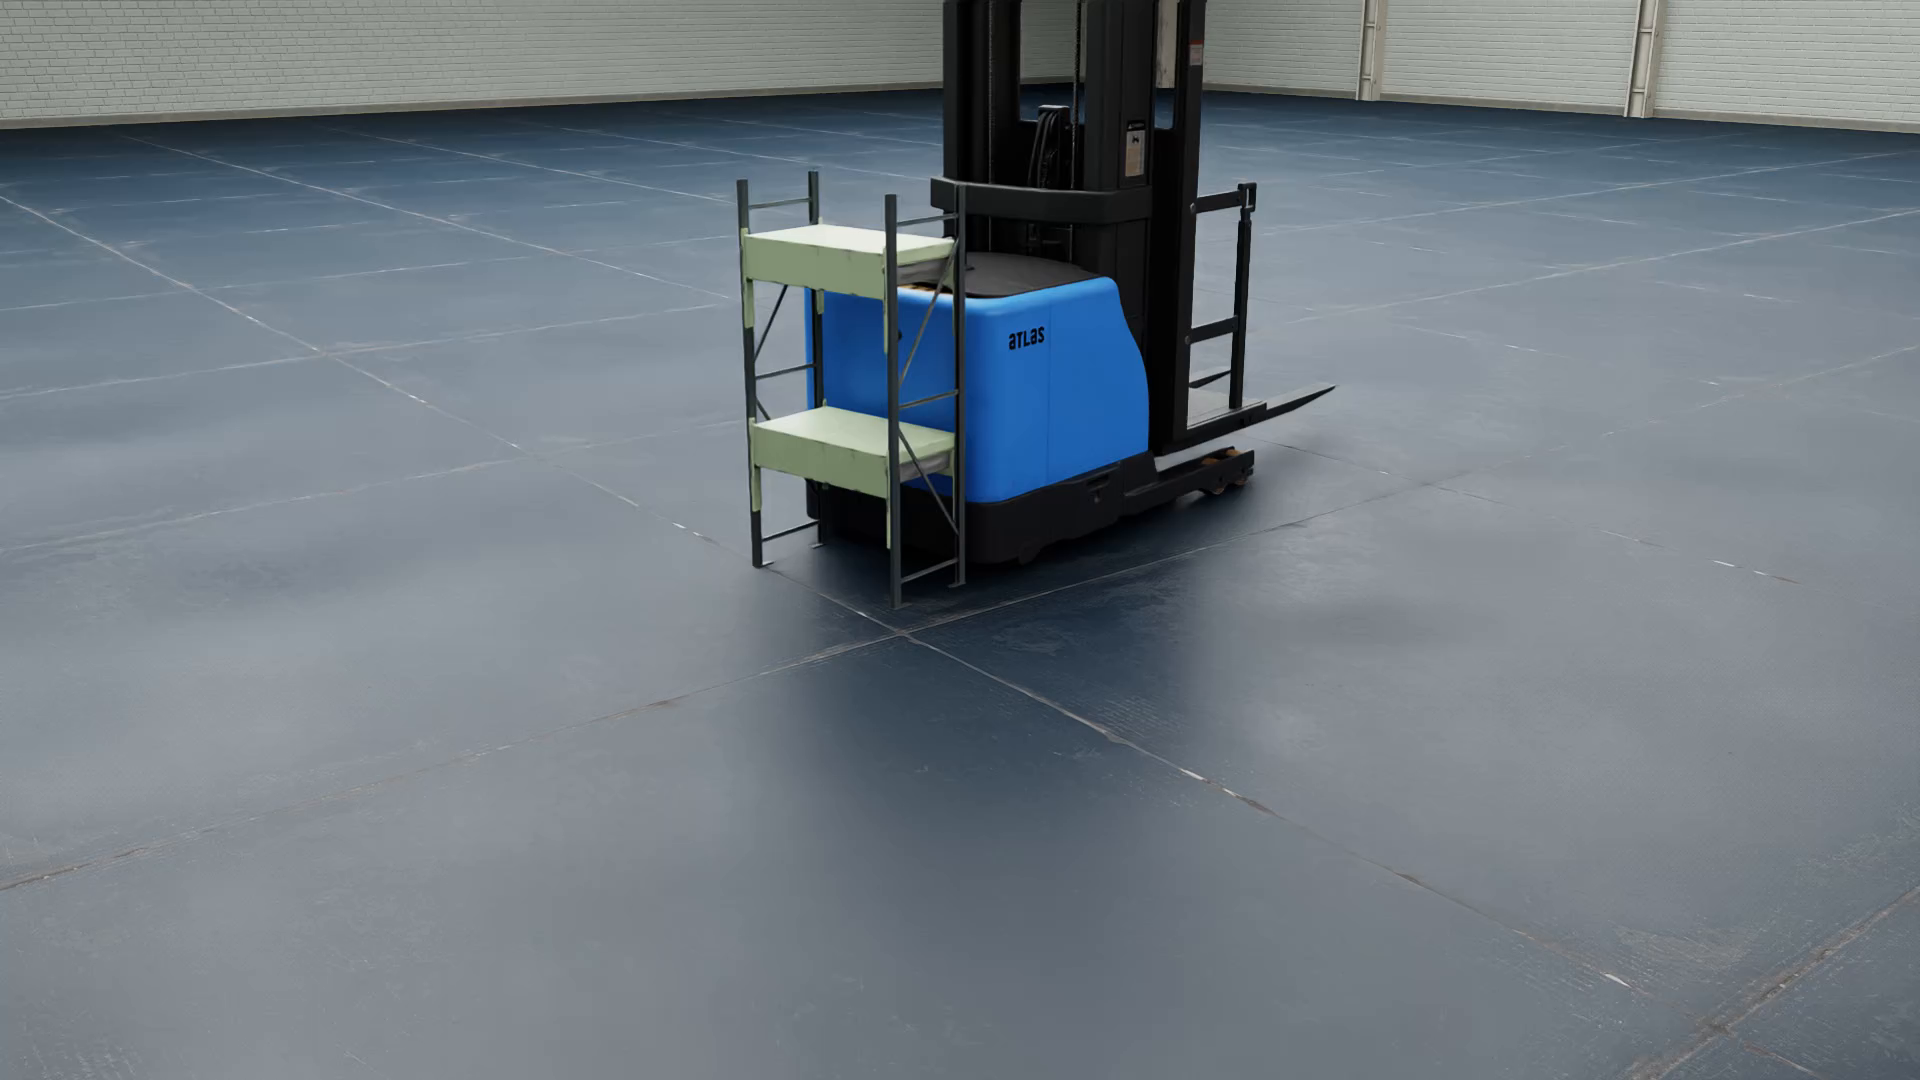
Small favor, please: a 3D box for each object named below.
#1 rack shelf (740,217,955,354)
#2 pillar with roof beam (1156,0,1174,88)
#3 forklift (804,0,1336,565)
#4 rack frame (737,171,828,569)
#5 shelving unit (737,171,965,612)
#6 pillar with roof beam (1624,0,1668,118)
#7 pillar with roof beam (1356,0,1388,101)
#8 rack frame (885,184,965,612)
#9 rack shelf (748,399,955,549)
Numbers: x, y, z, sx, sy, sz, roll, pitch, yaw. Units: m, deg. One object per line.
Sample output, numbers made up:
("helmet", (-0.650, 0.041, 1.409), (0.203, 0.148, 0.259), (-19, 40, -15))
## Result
("rack shelf", (-0.397, -0.945, 6.088), (0.720, 0.370, 0.431), (15, 23, 38))
("pillar with roof beam", (1.266, -13.930, 34.616), (9.100, 9.000, 0.400), (-14, 23, -36))
("forklift", (0.698, -1.685, 7.288), (1.130, 2.935, 3.031), (15, 24, 38))
("rack frame", (-0.677, -0.648, 6.434), (0.023, 1.500, 0.400), (15, 23, 38))
("shelving unit", (-0.397, -0.574, 6.210), (0.755, 1.500, 0.431), (15, 23, 38))
("pillar with roof beam", (8.716, -10.973, 25.686), (9.100, 9.000, 0.400), (-14, 23, -36))
("pillar with roof beam", (4.991, -12.452, 30.151), (9.100, 9.000, 0.400), (-14, 23, -36))
("rack frame", (-0.117, -0.500, 5.987), (0.023, 1.500, 0.400), (15, 23, 38))
("rack shelf", (-0.397, -0.265, 6.313), (0.720, 0.370, 0.431), (15, 23, 38))
